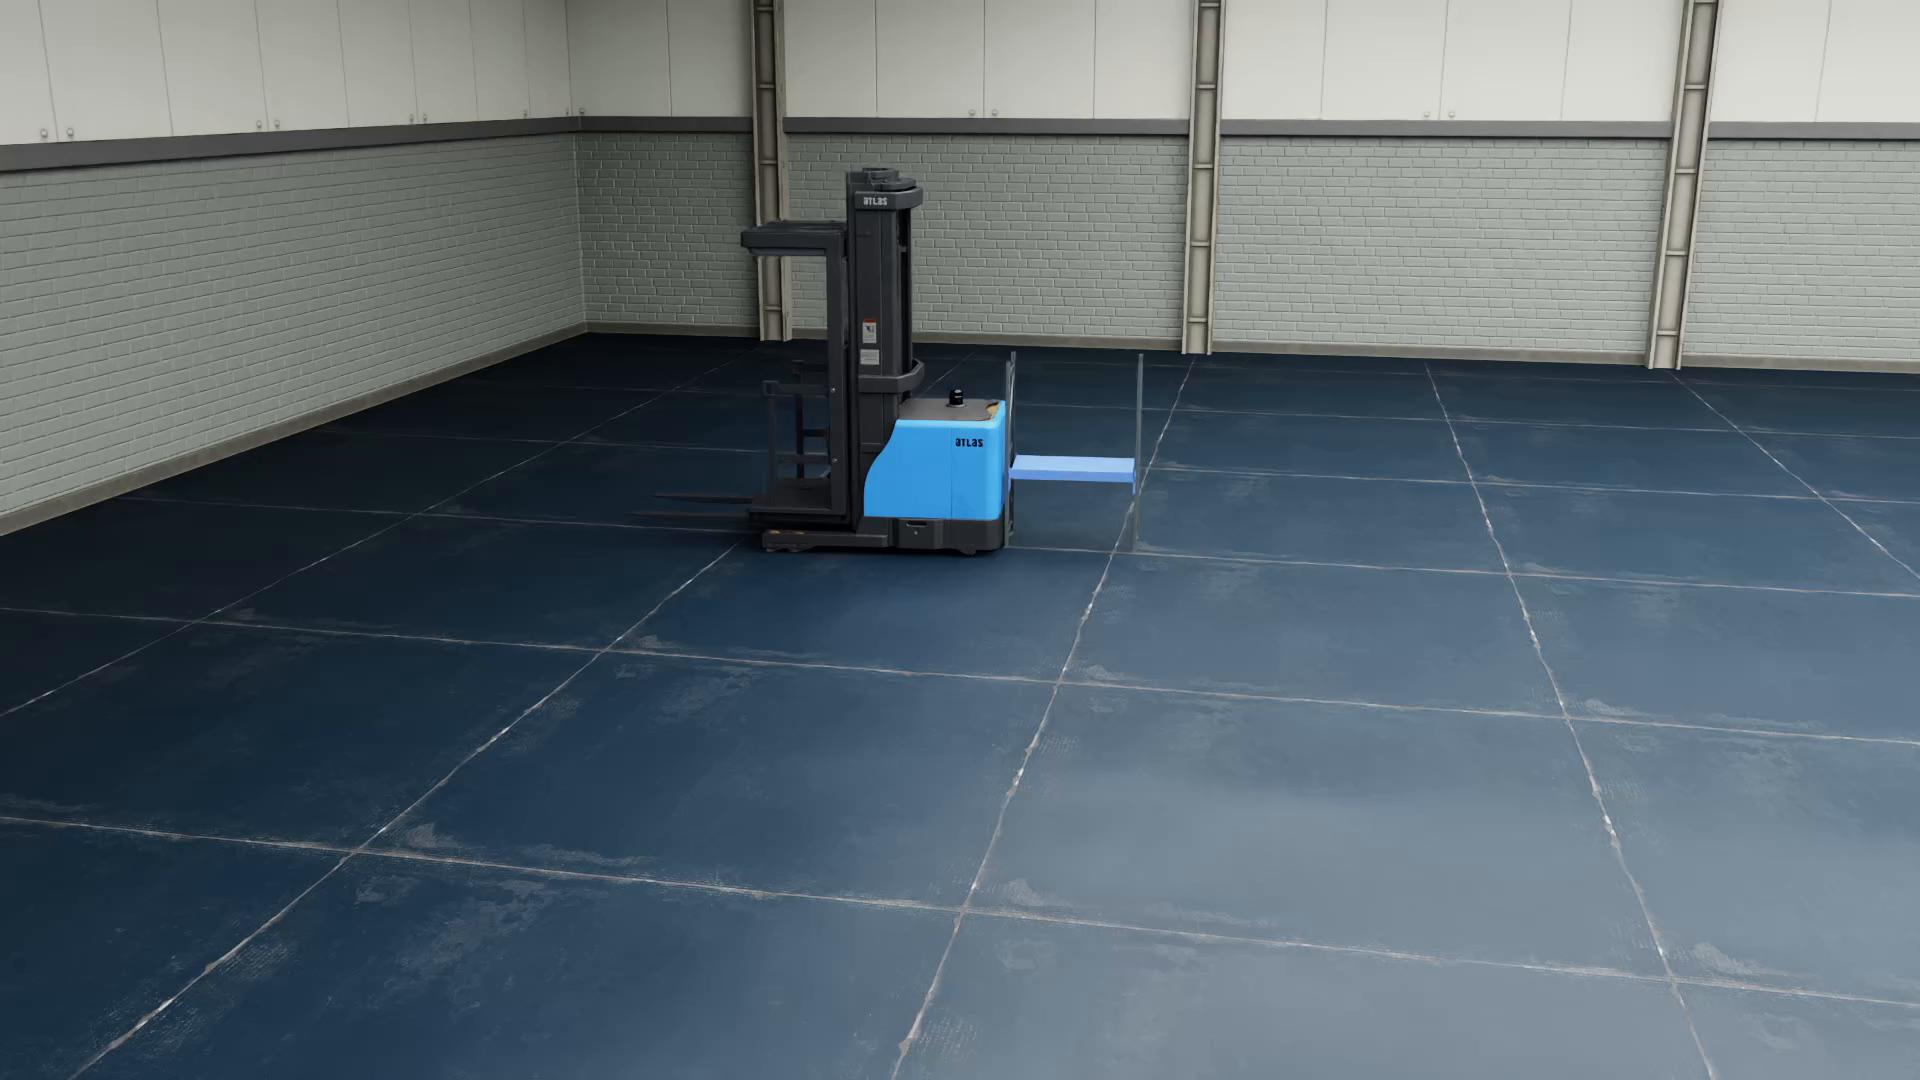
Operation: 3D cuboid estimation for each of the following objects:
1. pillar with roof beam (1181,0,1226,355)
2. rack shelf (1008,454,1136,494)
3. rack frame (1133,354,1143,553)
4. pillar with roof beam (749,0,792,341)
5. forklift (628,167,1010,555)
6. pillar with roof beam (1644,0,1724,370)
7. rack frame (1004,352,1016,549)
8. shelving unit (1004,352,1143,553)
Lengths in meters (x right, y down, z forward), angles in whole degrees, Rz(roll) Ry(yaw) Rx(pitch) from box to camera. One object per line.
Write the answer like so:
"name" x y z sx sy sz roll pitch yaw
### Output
"pillar with roof beam" 2.382 -5.776 17.486 0.400 9.000 9.100 3 16 11
"rack shelf" 0.905 -0.531 13.274 1.000 0.185 0.538 2 16 7
"rack frame" 1.409 -0.688 13.166 0.032 1.500 0.500 2 16 7
"pillar with roof beam" -3.498 -6.095 18.638 0.400 9.000 9.100 3 16 11
"forklift" -1.139 -1.450 13.236 3.031 2.935 1.130 2 16 7
"pillar with roof beam" 8.262 -5.457 16.334 0.400 9.000 9.100 3 16 11
"rack frame" 0.400 -0.721 13.286 0.032 1.500 0.500 2 16 7
"shelving unit" 0.905 -0.705 13.226 1.048 1.500 0.538 2 16 7
